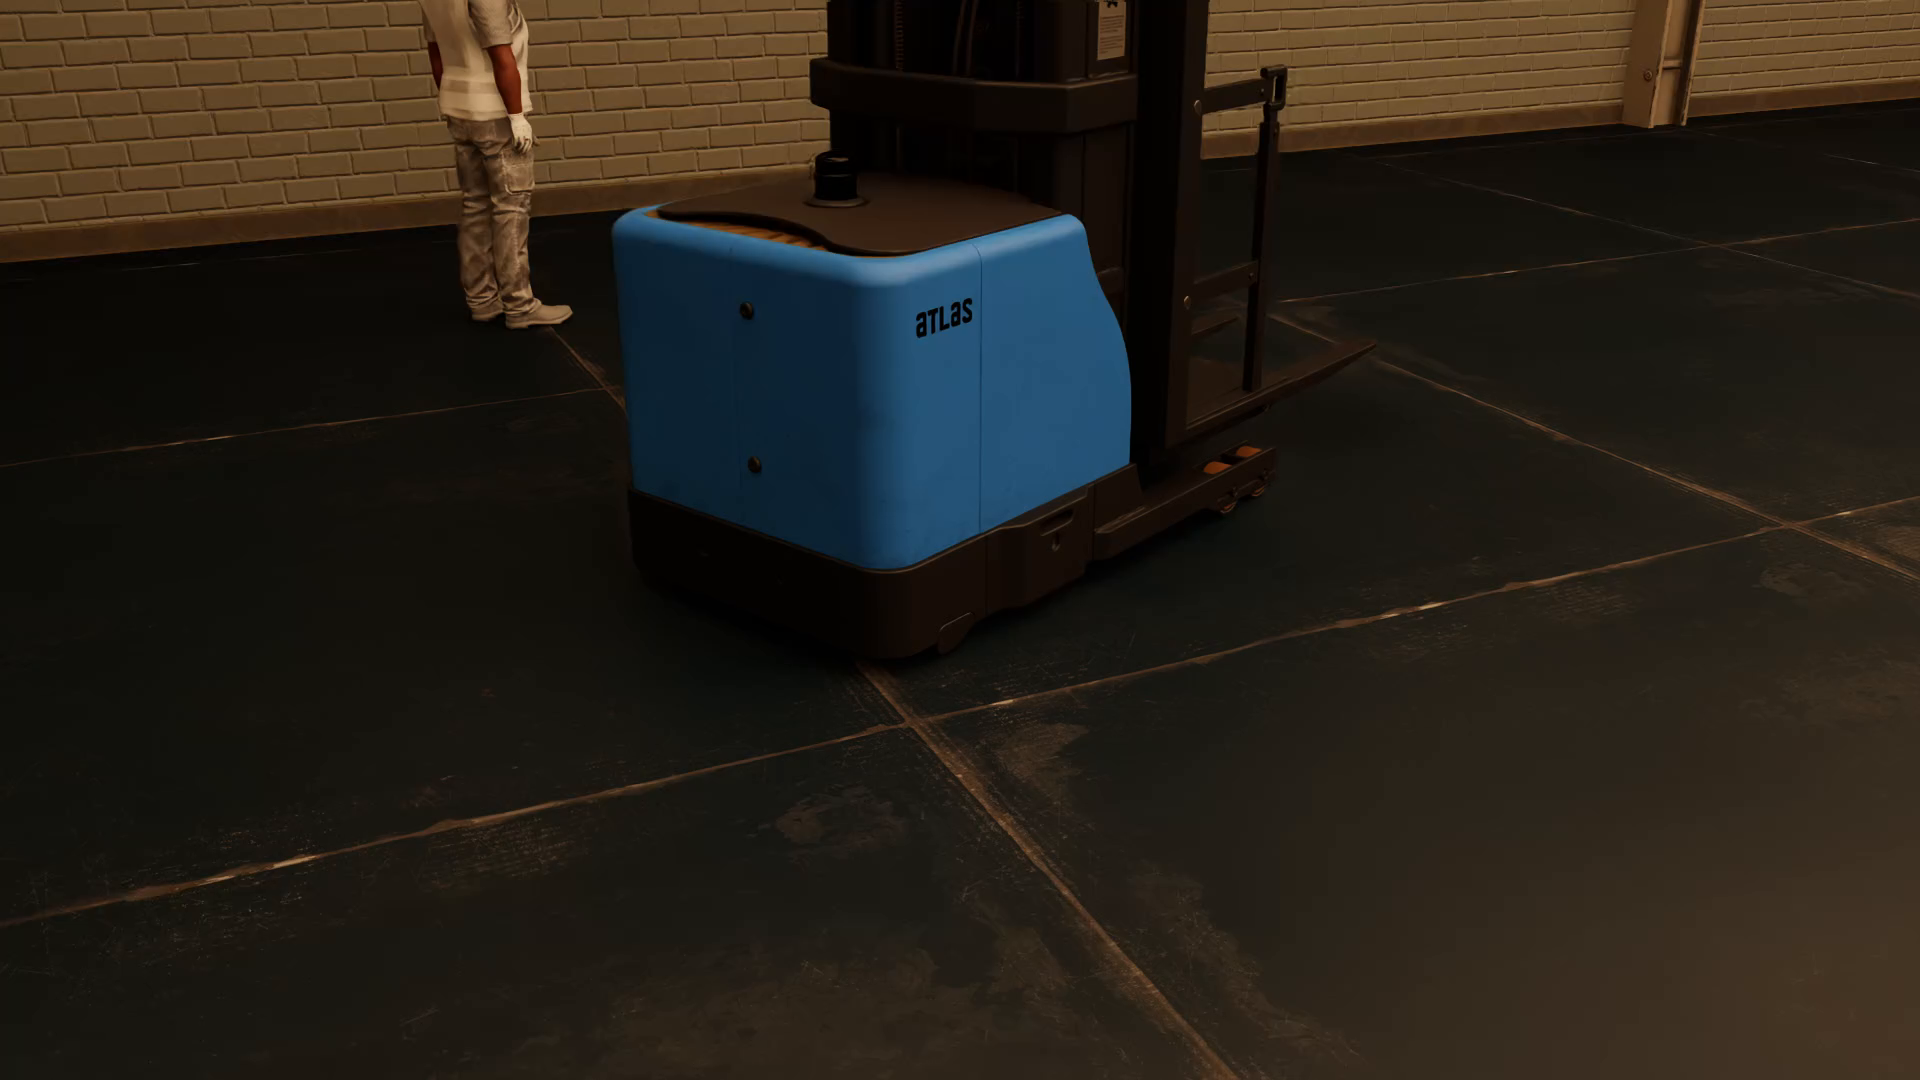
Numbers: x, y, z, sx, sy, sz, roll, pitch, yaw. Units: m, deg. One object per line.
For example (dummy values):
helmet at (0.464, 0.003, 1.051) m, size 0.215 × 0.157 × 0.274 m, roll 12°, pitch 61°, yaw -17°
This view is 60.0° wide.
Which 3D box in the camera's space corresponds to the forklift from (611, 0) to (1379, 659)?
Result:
forklift at (0.385, -1.545, 5.005) m, size 1.130 × 2.935 × 3.031 m, roll 18°, pitch 28°, yaw 36°

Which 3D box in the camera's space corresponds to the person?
person at (-2.021, -1.822, 7.165) m, size 0.557 × 1.790 × 0.368 m, roll 19°, pitch 29°, yaw 38°
